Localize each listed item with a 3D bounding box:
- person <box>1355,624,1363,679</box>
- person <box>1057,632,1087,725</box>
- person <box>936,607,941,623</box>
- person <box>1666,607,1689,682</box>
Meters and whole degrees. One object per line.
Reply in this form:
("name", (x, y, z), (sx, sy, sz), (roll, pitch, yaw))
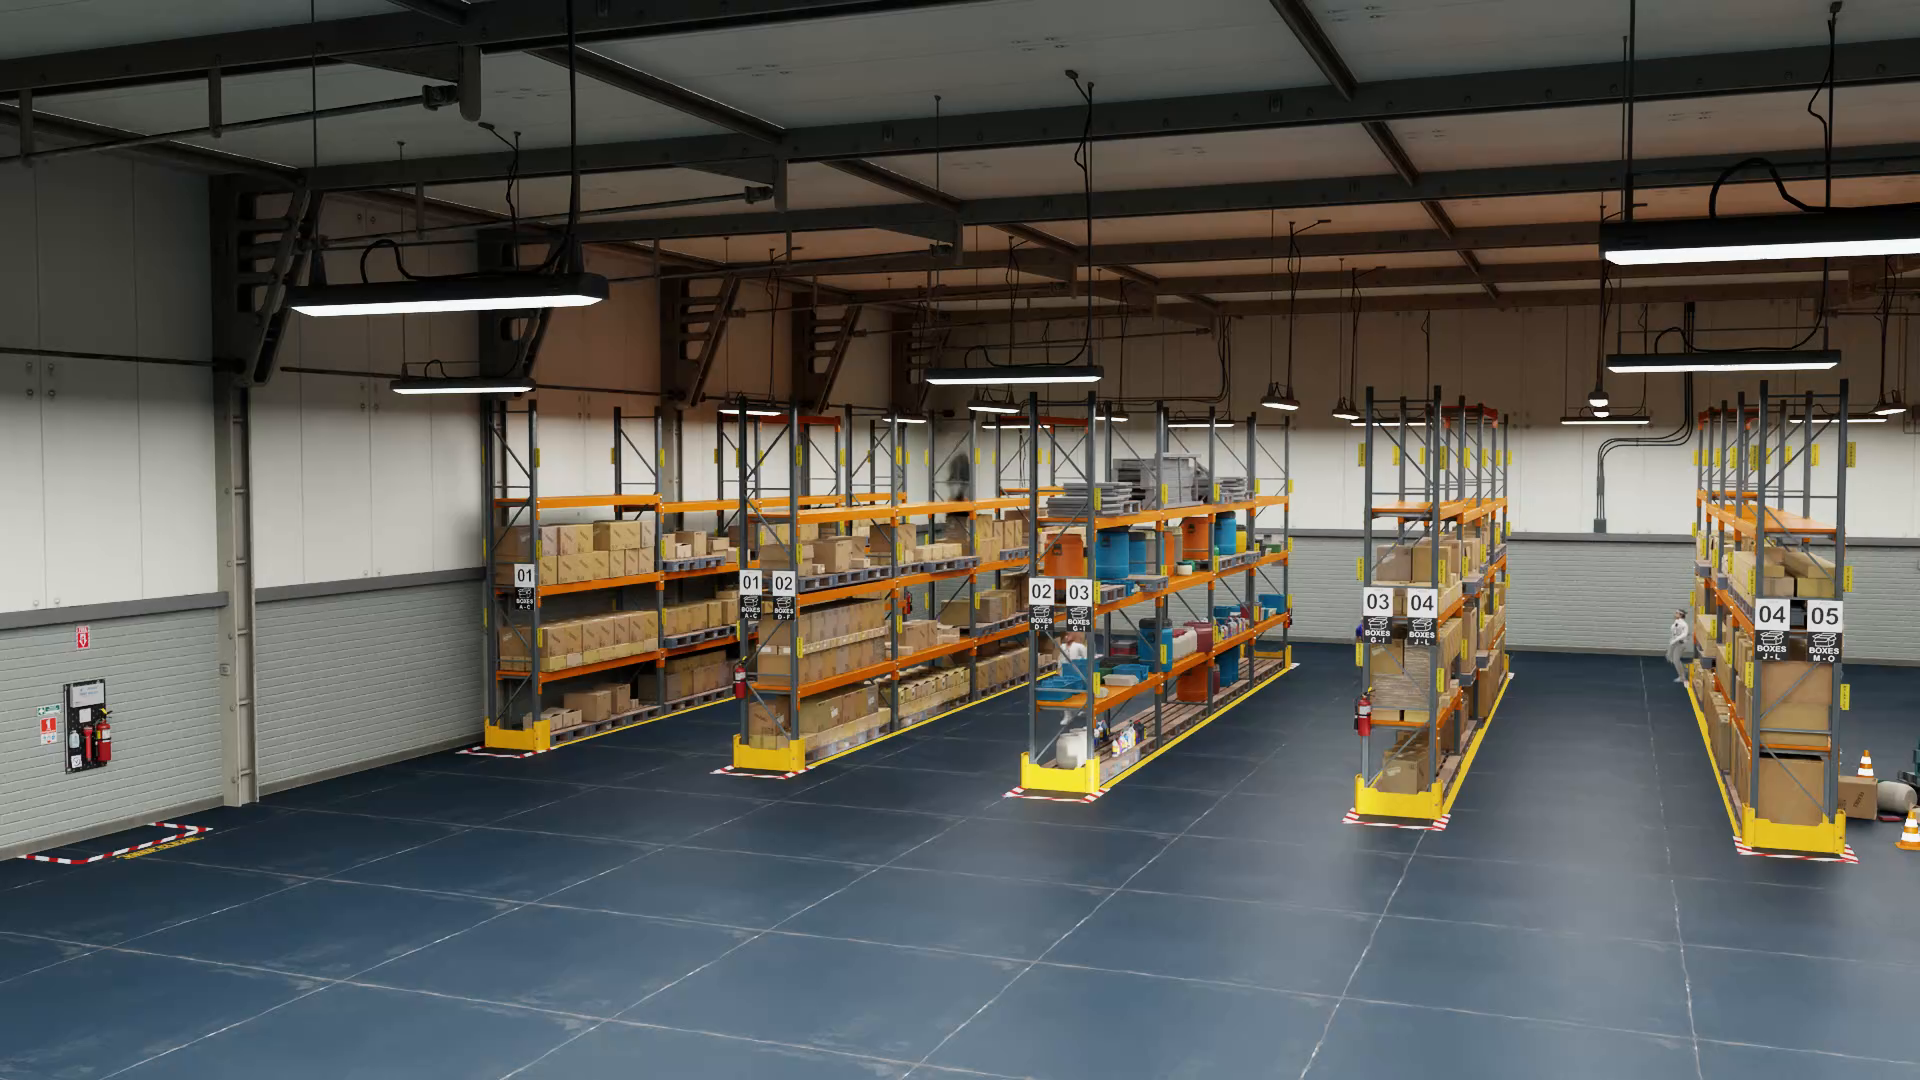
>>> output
("person", (9.111, 2.421, 37.055), (0.609, 1.538, 0.942), (1, 3, 15))
("person", (2.123, 2.583, 31.434), (0.704, 1.772, 0.836), (2, 3, 29))
("person", (-0.328, 2.306, 39.106), (0.526, 1.523, 0.754), (2, 3, 29))
("person", (16.134, 2.337, 37.313), (0.505, 1.674, 0.629), (0, 3, 4))
